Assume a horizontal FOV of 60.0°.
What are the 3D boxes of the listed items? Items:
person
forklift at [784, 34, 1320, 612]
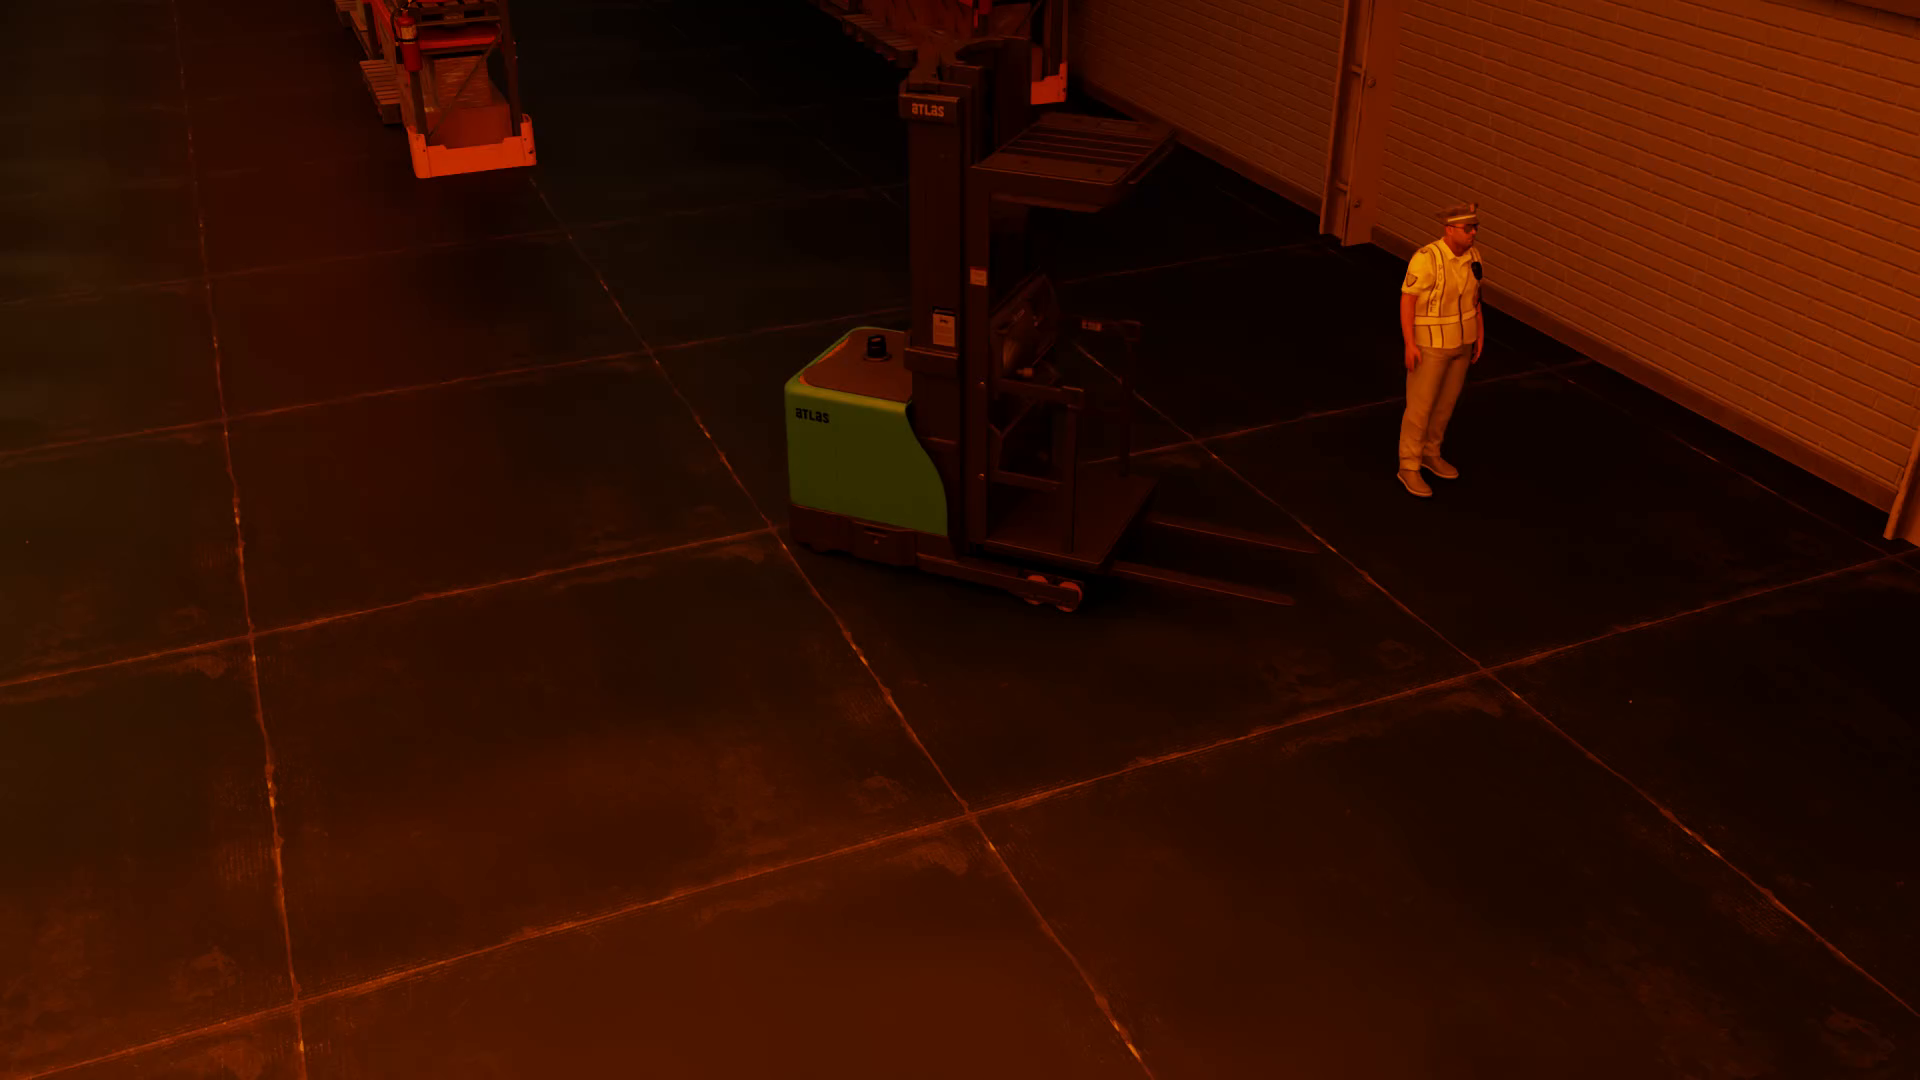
[{"bbox_3d":[3.061,-1.217,10.391,0.636,1.781,0.576,-14,33,-23],"label":"person"},{"bbox_3d":[0.543,-1.169,9.164,3.031,2.935,1.130,12,32,20],"label":"forklift"}]
